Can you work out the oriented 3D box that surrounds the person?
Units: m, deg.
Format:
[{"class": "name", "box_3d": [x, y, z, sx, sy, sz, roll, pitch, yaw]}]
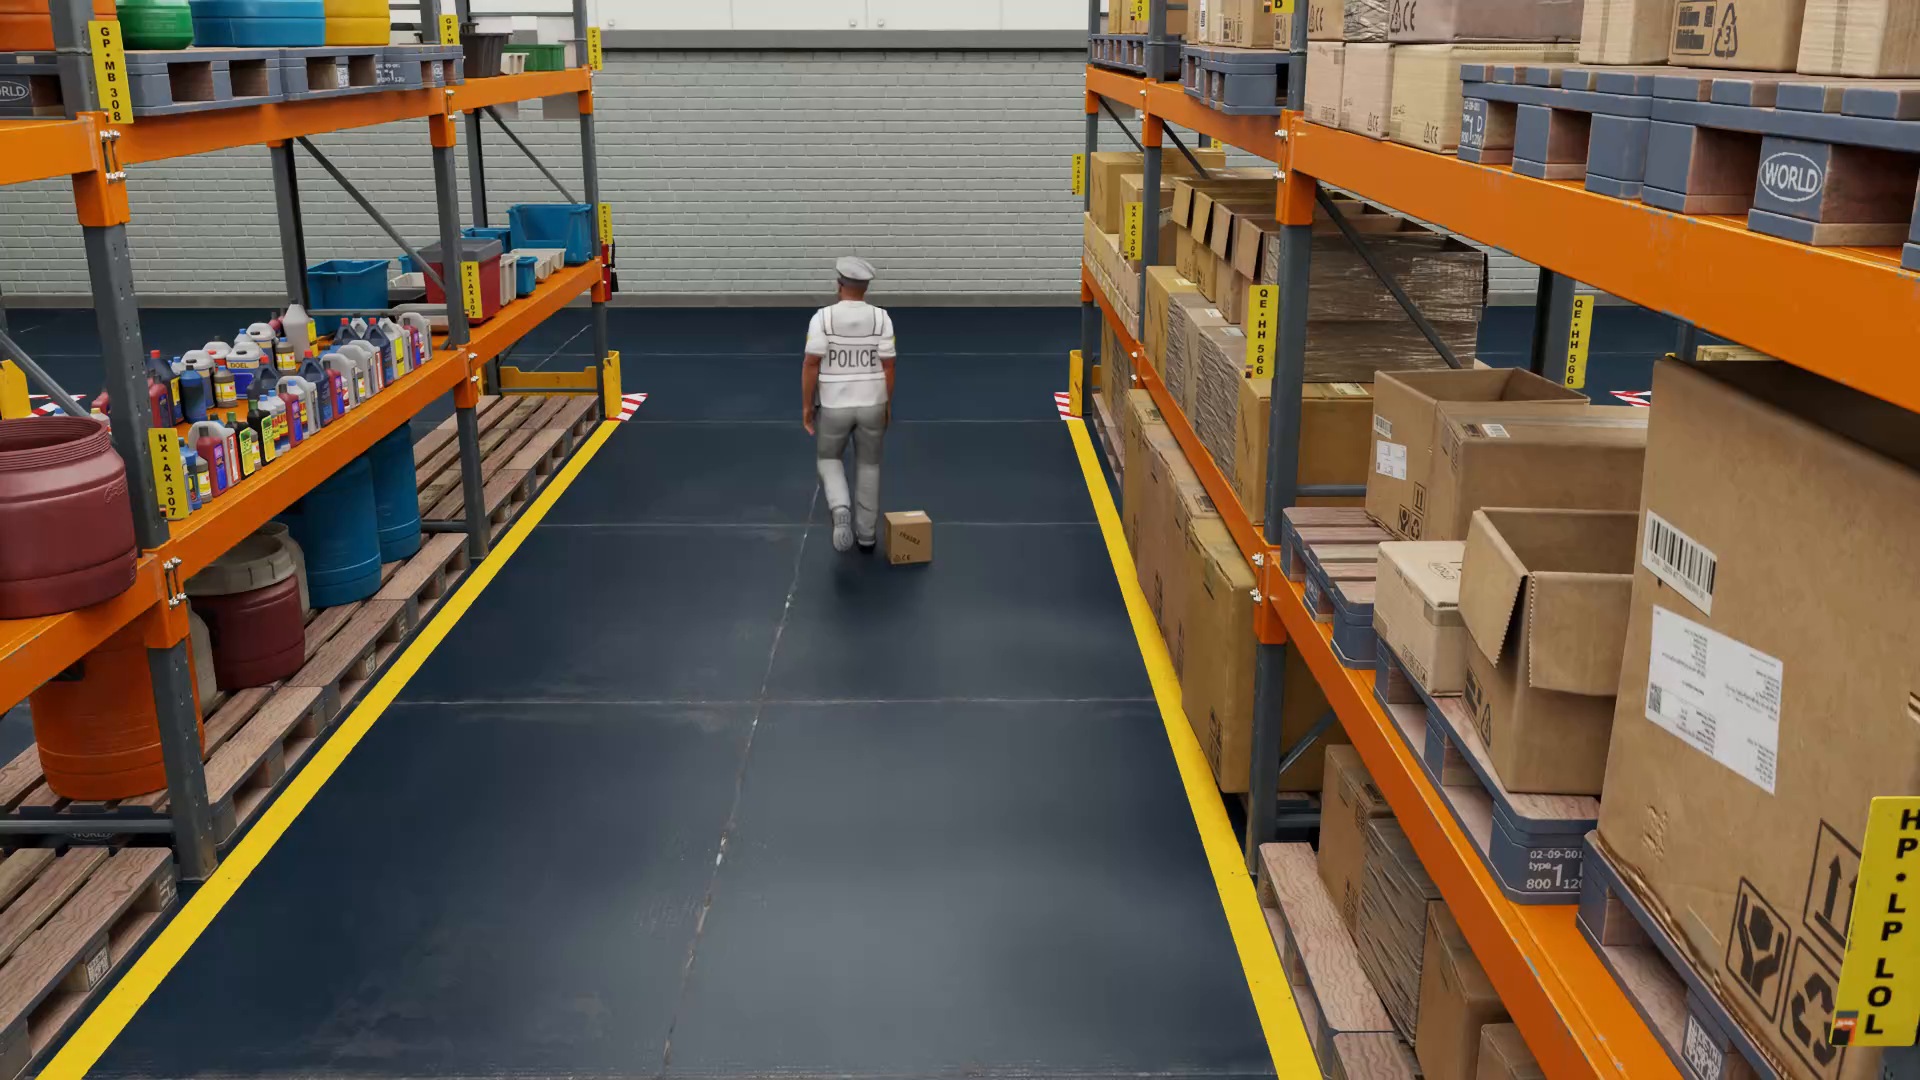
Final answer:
[{"class": "person", "box_3d": [-0.670, -0.817, 10.067, 0.579, 1.759, 0.509, -3, 17, -9]}]
